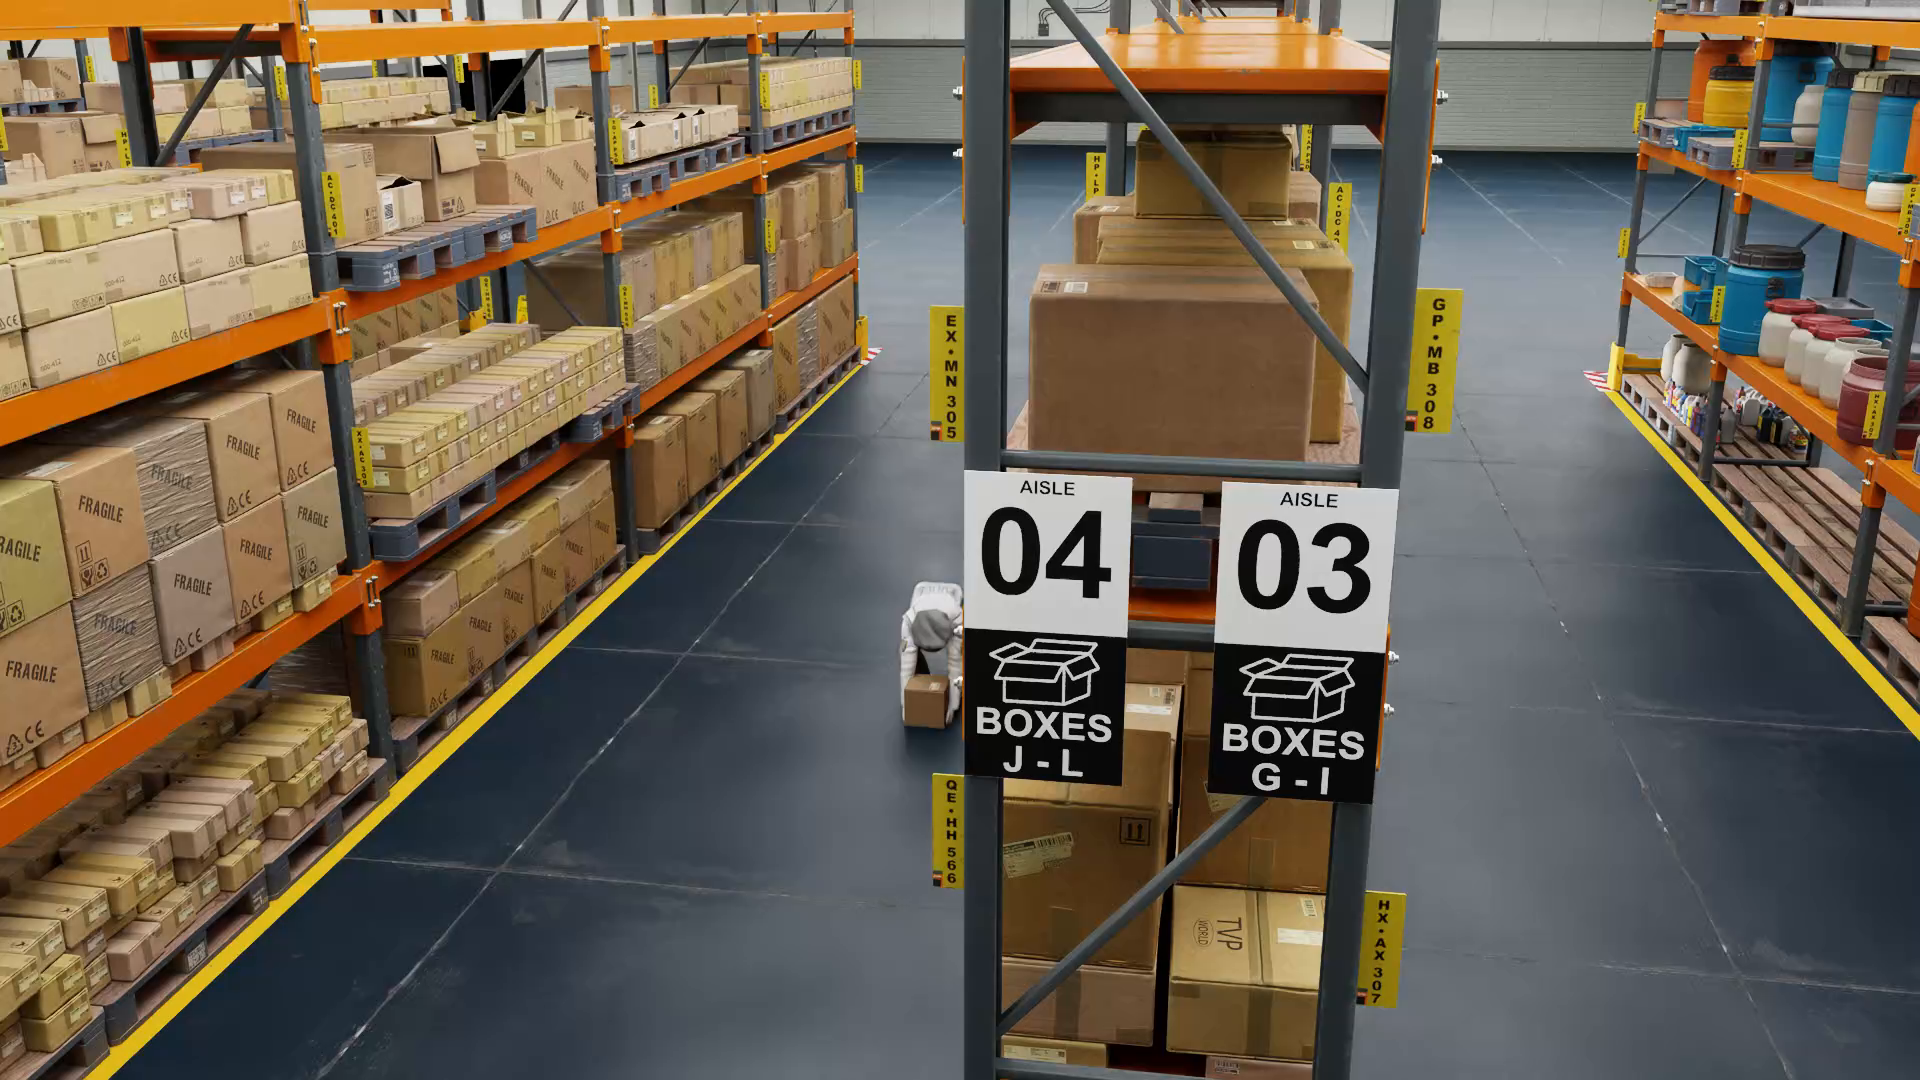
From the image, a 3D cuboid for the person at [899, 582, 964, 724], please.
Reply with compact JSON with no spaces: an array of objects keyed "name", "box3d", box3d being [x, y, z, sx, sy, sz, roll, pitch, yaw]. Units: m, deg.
[{"name":"person","box3d":[-0.154,0.677,10.484,0.456,0.761,0.915,2,18,6]}]
